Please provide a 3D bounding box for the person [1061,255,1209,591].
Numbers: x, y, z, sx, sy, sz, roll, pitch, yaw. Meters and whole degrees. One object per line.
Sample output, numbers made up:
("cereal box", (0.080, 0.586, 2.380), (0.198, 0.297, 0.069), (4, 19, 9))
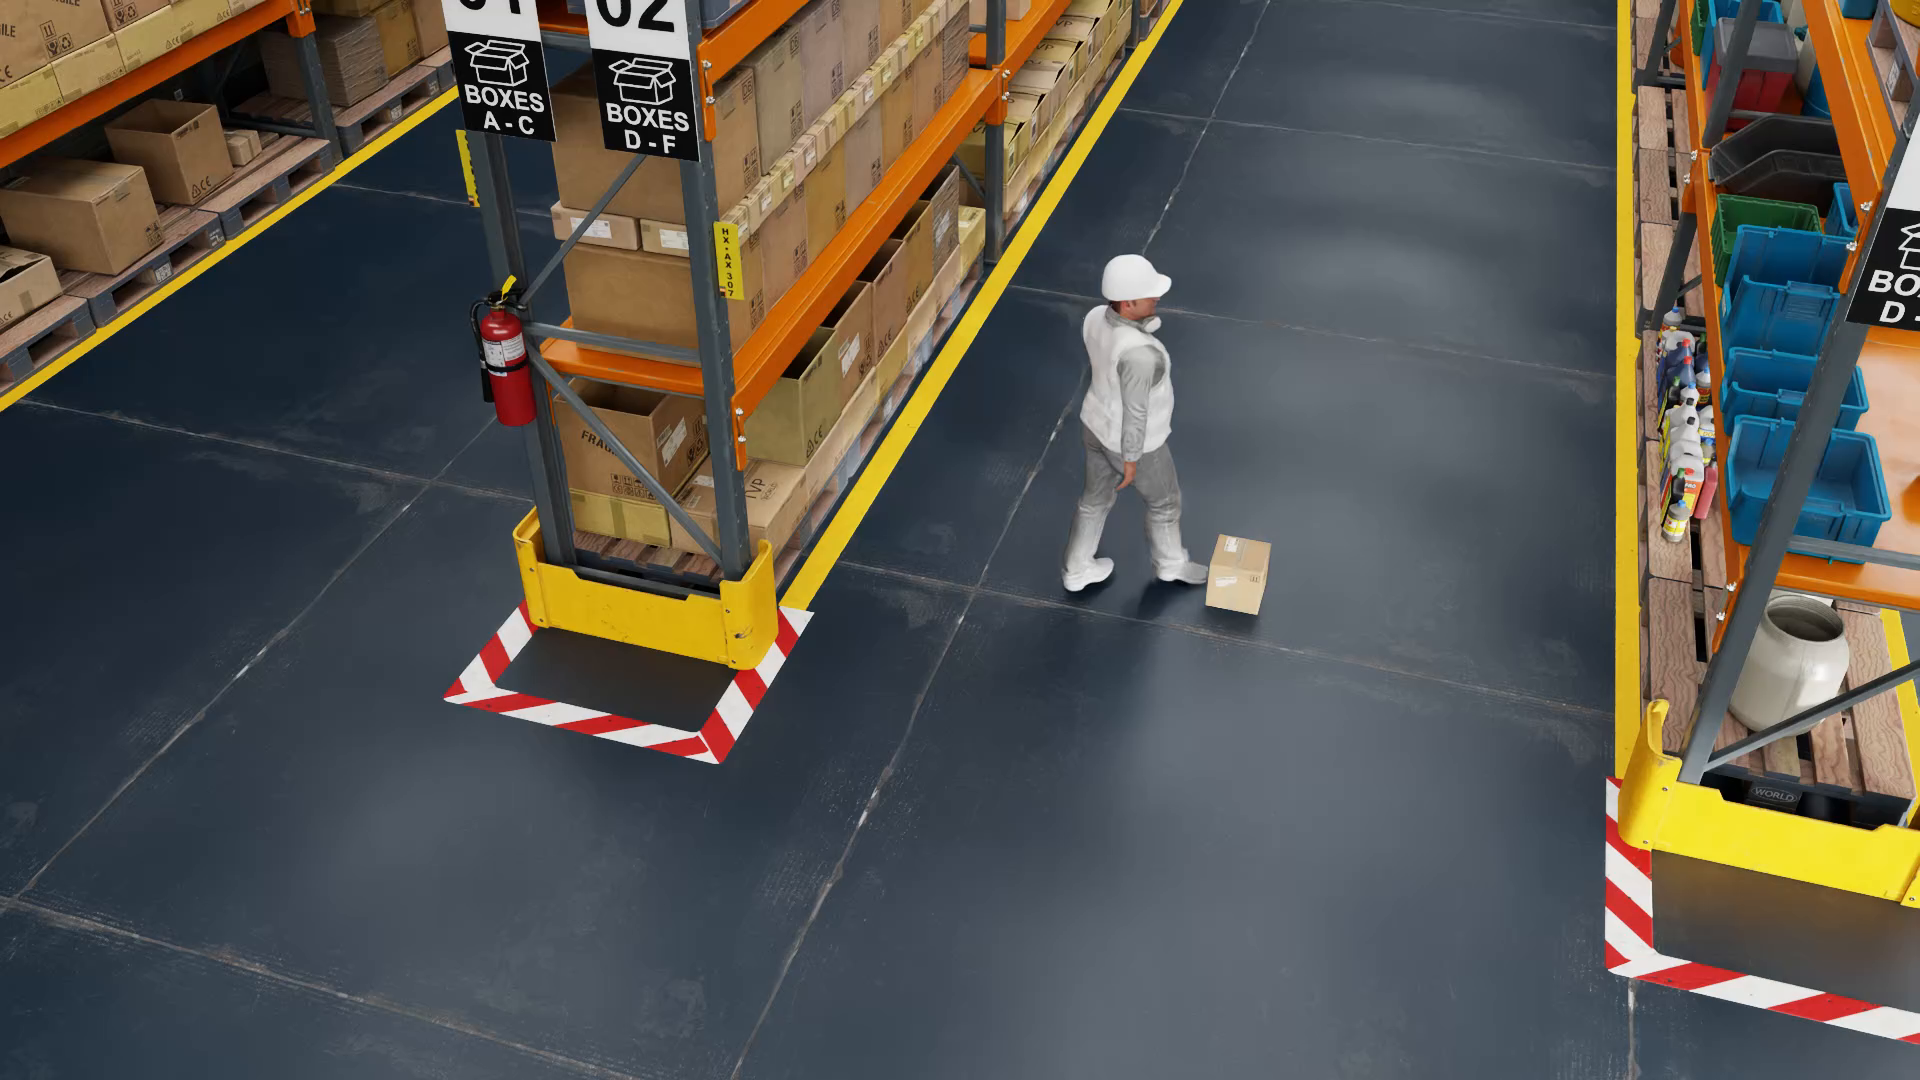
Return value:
("person", (0.833, -0.522, 7.564), (0.744, 1.782, 0.563), (-17, 40, -22))
